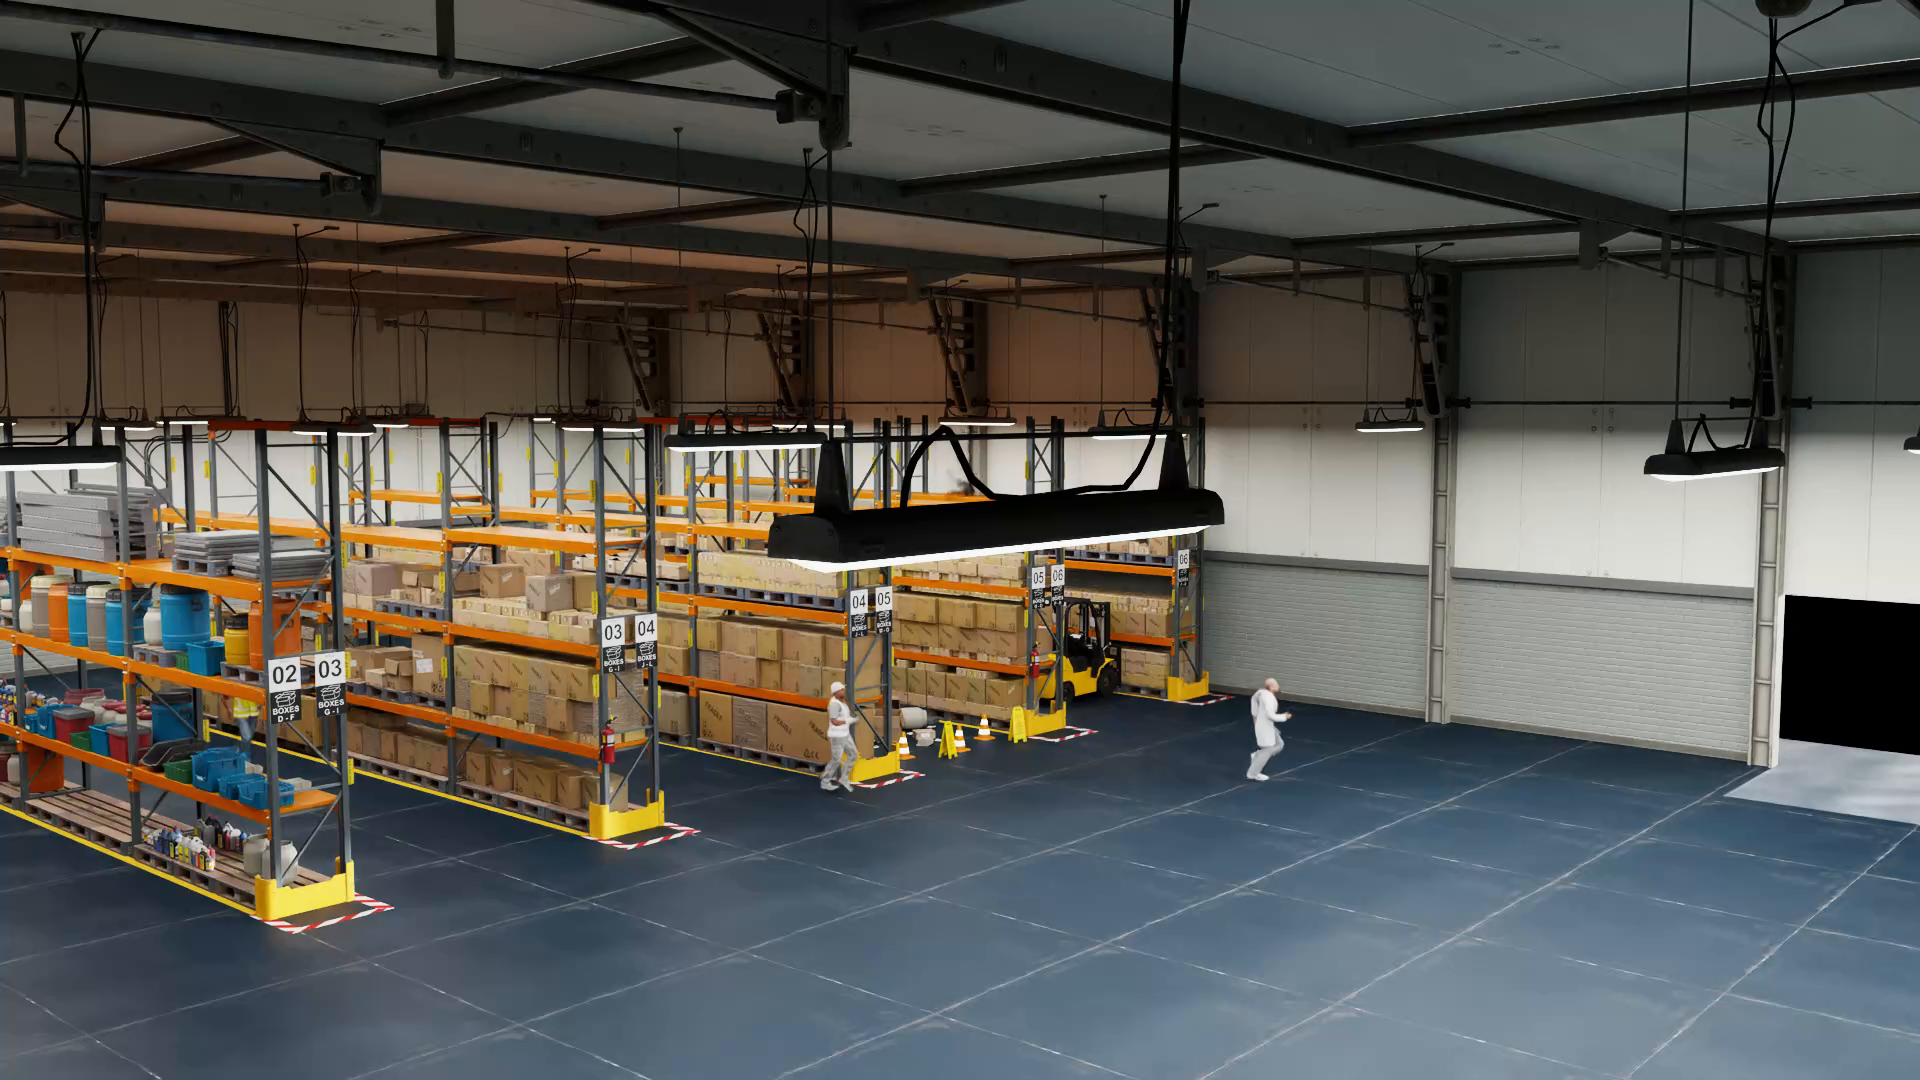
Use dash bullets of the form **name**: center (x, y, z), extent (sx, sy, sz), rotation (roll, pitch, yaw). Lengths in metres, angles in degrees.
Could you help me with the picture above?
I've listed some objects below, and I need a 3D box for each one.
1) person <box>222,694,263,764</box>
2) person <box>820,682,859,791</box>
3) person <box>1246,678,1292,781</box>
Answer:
- **person**: center (-12.292, 3.067, 28.646), extent (0.832, 1.814, 0.690), rotation (5, 7, 44)
- **person**: center (-1.930, 3.211, 26.963), extent (0.665, 1.837, 0.667), rotation (1, 5, 9)
- **person**: center (5.161, 3.158, 27.758), extent (0.724, 1.728, 0.761), rotation (0, 5, 5)
